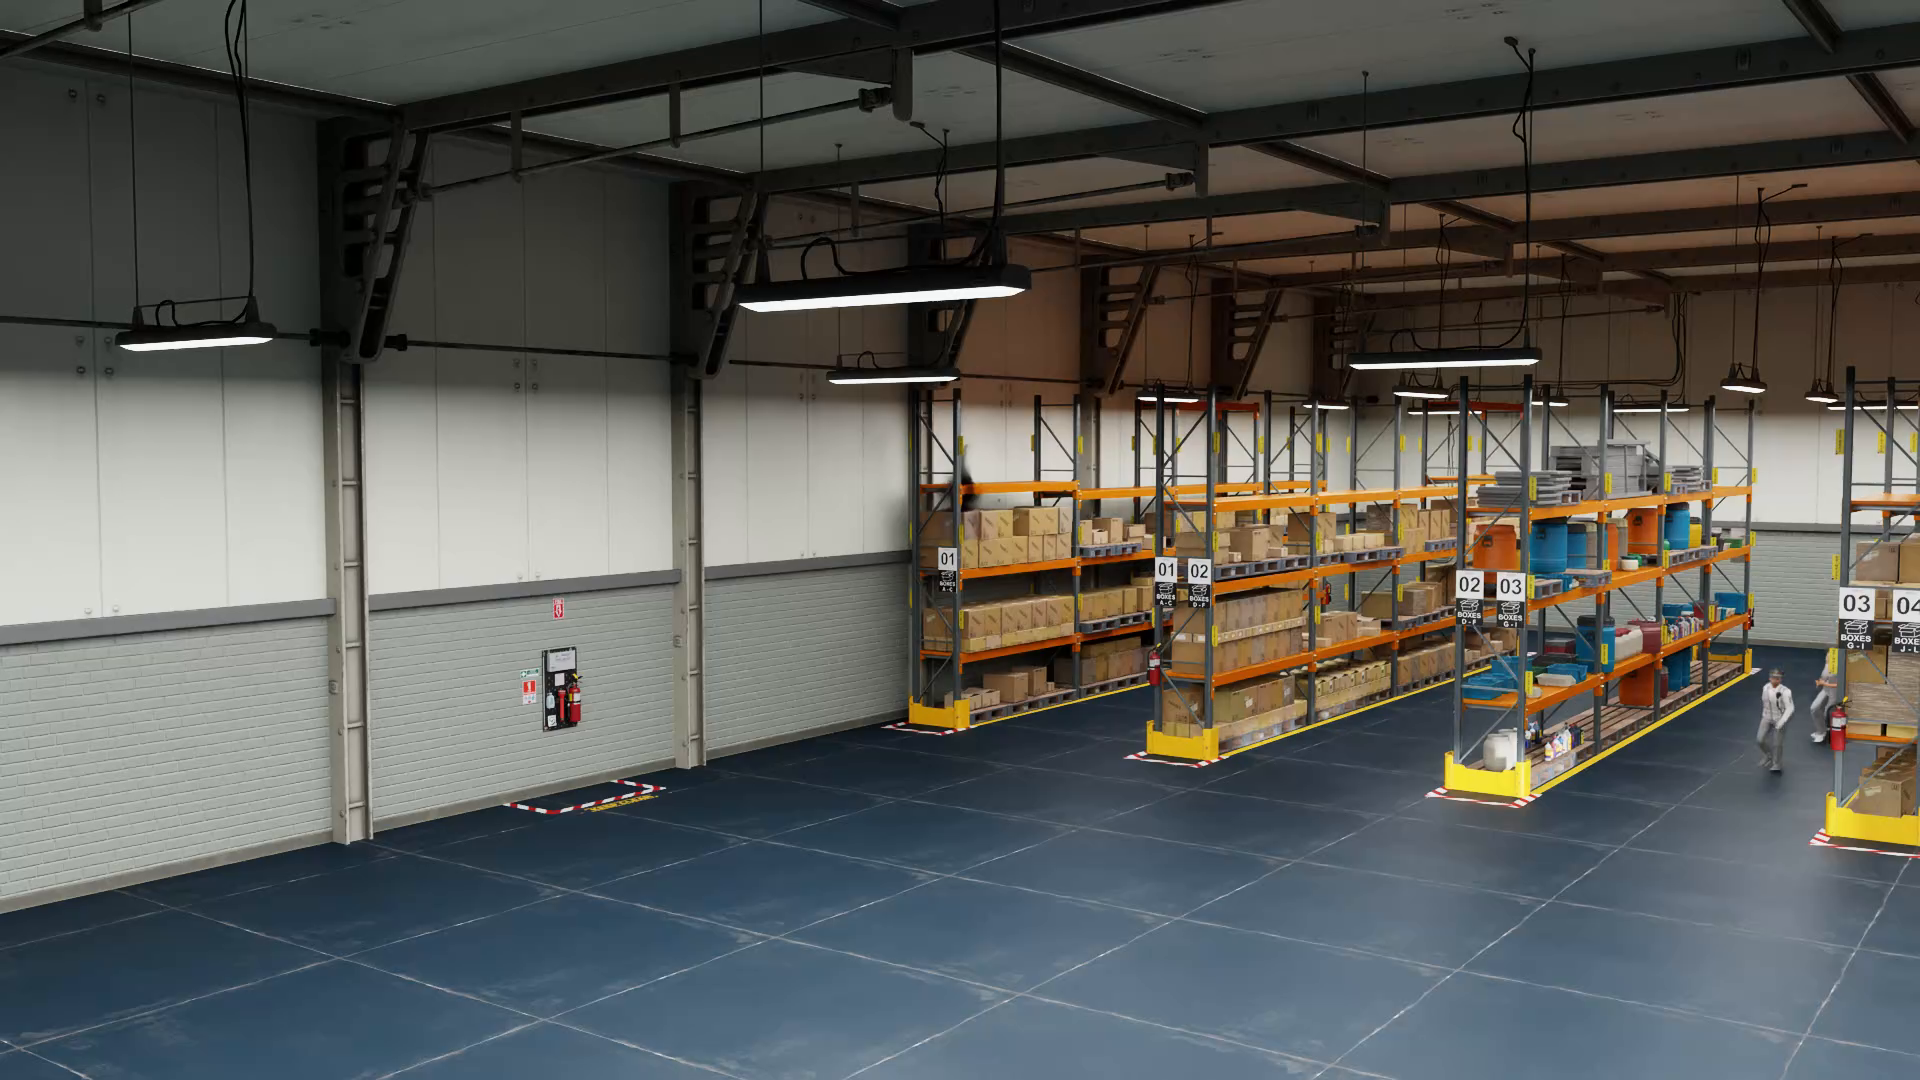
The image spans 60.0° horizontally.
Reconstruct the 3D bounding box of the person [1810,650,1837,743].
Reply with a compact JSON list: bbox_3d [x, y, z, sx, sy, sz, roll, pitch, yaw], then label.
[{"bbox_3d":[14.573,2.598,27.915,0.684,1.575,0.725,-2,4,-26],"label":"person"}]

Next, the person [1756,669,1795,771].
[{"bbox_3d":[12.435,2.746,25.319,0.682,1.611,0.576,-3,4,-40],"label":"person"}]
